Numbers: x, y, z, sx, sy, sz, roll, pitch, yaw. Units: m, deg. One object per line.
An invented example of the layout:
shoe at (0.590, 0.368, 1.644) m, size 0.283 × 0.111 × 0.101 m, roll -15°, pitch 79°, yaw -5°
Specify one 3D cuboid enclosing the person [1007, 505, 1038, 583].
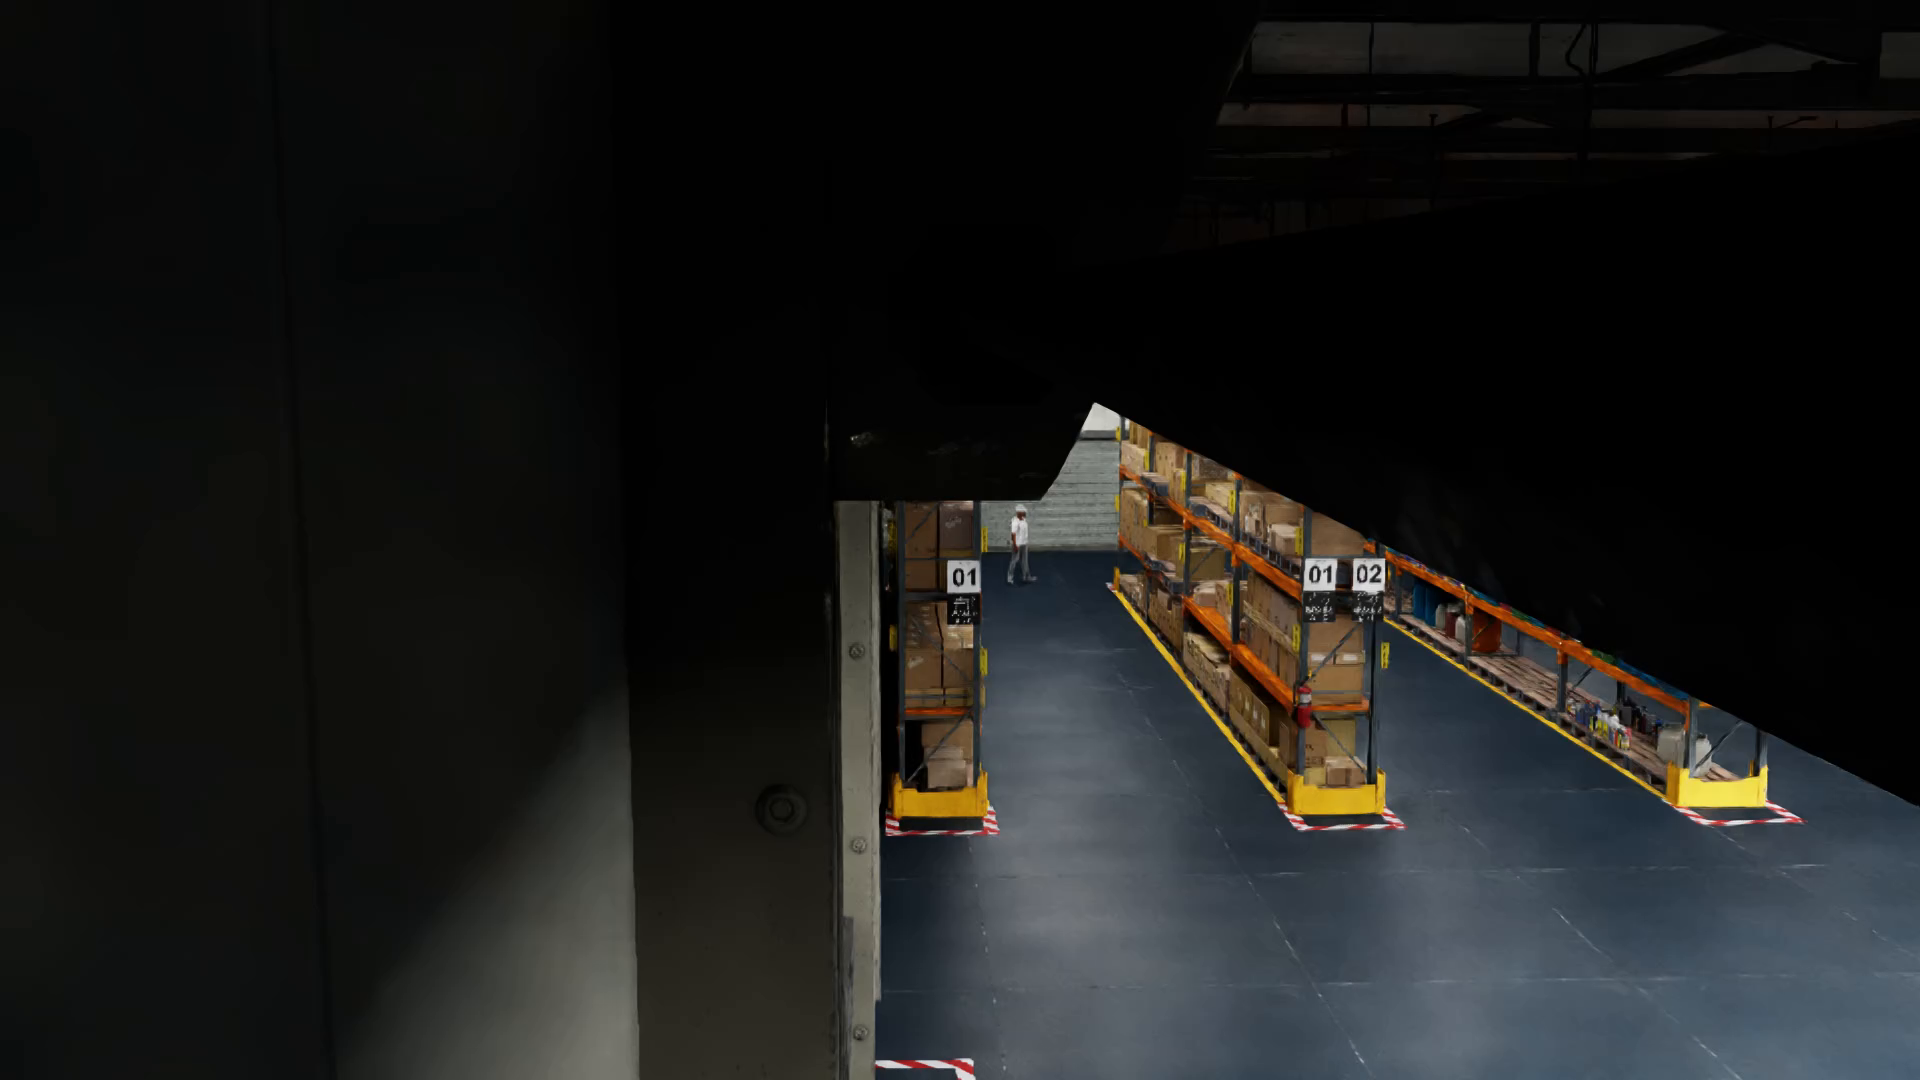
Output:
person at (1.369, 0.072, 37.368) m, size 0.532 × 1.758 × 0.718 m, roll 5°, pitch 10°, yaw 30°
